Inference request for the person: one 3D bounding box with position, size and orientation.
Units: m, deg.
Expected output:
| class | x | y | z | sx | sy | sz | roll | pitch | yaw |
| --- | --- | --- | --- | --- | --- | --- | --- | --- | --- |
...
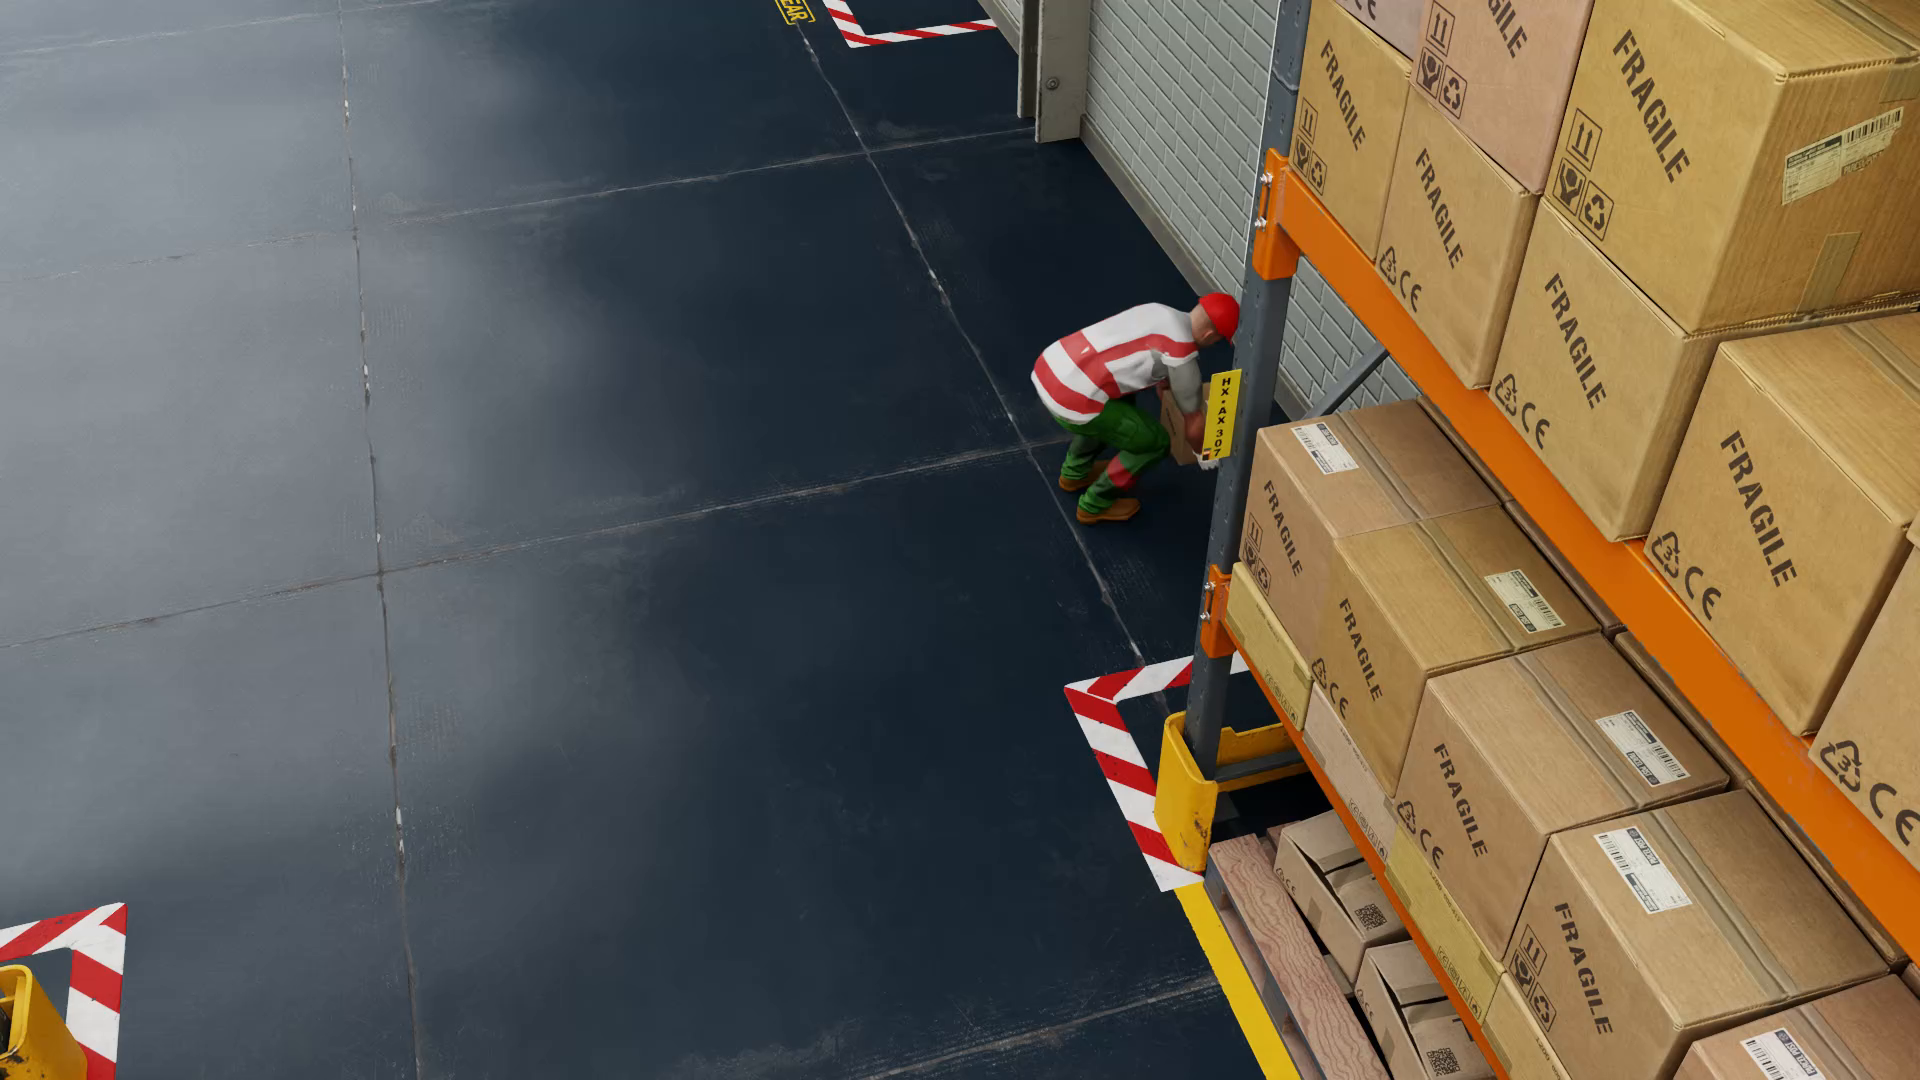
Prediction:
| class | x | y | z | sx | sy | sz | roll | pitch | yaw |
| --- | --- | --- | --- | --- | --- | --- | --- | --- | --- |
| person | 0.782 | -0.597 | 7.410 | 0.950 | 0.988 | 0.536 | -13 | 44 | -15 |
